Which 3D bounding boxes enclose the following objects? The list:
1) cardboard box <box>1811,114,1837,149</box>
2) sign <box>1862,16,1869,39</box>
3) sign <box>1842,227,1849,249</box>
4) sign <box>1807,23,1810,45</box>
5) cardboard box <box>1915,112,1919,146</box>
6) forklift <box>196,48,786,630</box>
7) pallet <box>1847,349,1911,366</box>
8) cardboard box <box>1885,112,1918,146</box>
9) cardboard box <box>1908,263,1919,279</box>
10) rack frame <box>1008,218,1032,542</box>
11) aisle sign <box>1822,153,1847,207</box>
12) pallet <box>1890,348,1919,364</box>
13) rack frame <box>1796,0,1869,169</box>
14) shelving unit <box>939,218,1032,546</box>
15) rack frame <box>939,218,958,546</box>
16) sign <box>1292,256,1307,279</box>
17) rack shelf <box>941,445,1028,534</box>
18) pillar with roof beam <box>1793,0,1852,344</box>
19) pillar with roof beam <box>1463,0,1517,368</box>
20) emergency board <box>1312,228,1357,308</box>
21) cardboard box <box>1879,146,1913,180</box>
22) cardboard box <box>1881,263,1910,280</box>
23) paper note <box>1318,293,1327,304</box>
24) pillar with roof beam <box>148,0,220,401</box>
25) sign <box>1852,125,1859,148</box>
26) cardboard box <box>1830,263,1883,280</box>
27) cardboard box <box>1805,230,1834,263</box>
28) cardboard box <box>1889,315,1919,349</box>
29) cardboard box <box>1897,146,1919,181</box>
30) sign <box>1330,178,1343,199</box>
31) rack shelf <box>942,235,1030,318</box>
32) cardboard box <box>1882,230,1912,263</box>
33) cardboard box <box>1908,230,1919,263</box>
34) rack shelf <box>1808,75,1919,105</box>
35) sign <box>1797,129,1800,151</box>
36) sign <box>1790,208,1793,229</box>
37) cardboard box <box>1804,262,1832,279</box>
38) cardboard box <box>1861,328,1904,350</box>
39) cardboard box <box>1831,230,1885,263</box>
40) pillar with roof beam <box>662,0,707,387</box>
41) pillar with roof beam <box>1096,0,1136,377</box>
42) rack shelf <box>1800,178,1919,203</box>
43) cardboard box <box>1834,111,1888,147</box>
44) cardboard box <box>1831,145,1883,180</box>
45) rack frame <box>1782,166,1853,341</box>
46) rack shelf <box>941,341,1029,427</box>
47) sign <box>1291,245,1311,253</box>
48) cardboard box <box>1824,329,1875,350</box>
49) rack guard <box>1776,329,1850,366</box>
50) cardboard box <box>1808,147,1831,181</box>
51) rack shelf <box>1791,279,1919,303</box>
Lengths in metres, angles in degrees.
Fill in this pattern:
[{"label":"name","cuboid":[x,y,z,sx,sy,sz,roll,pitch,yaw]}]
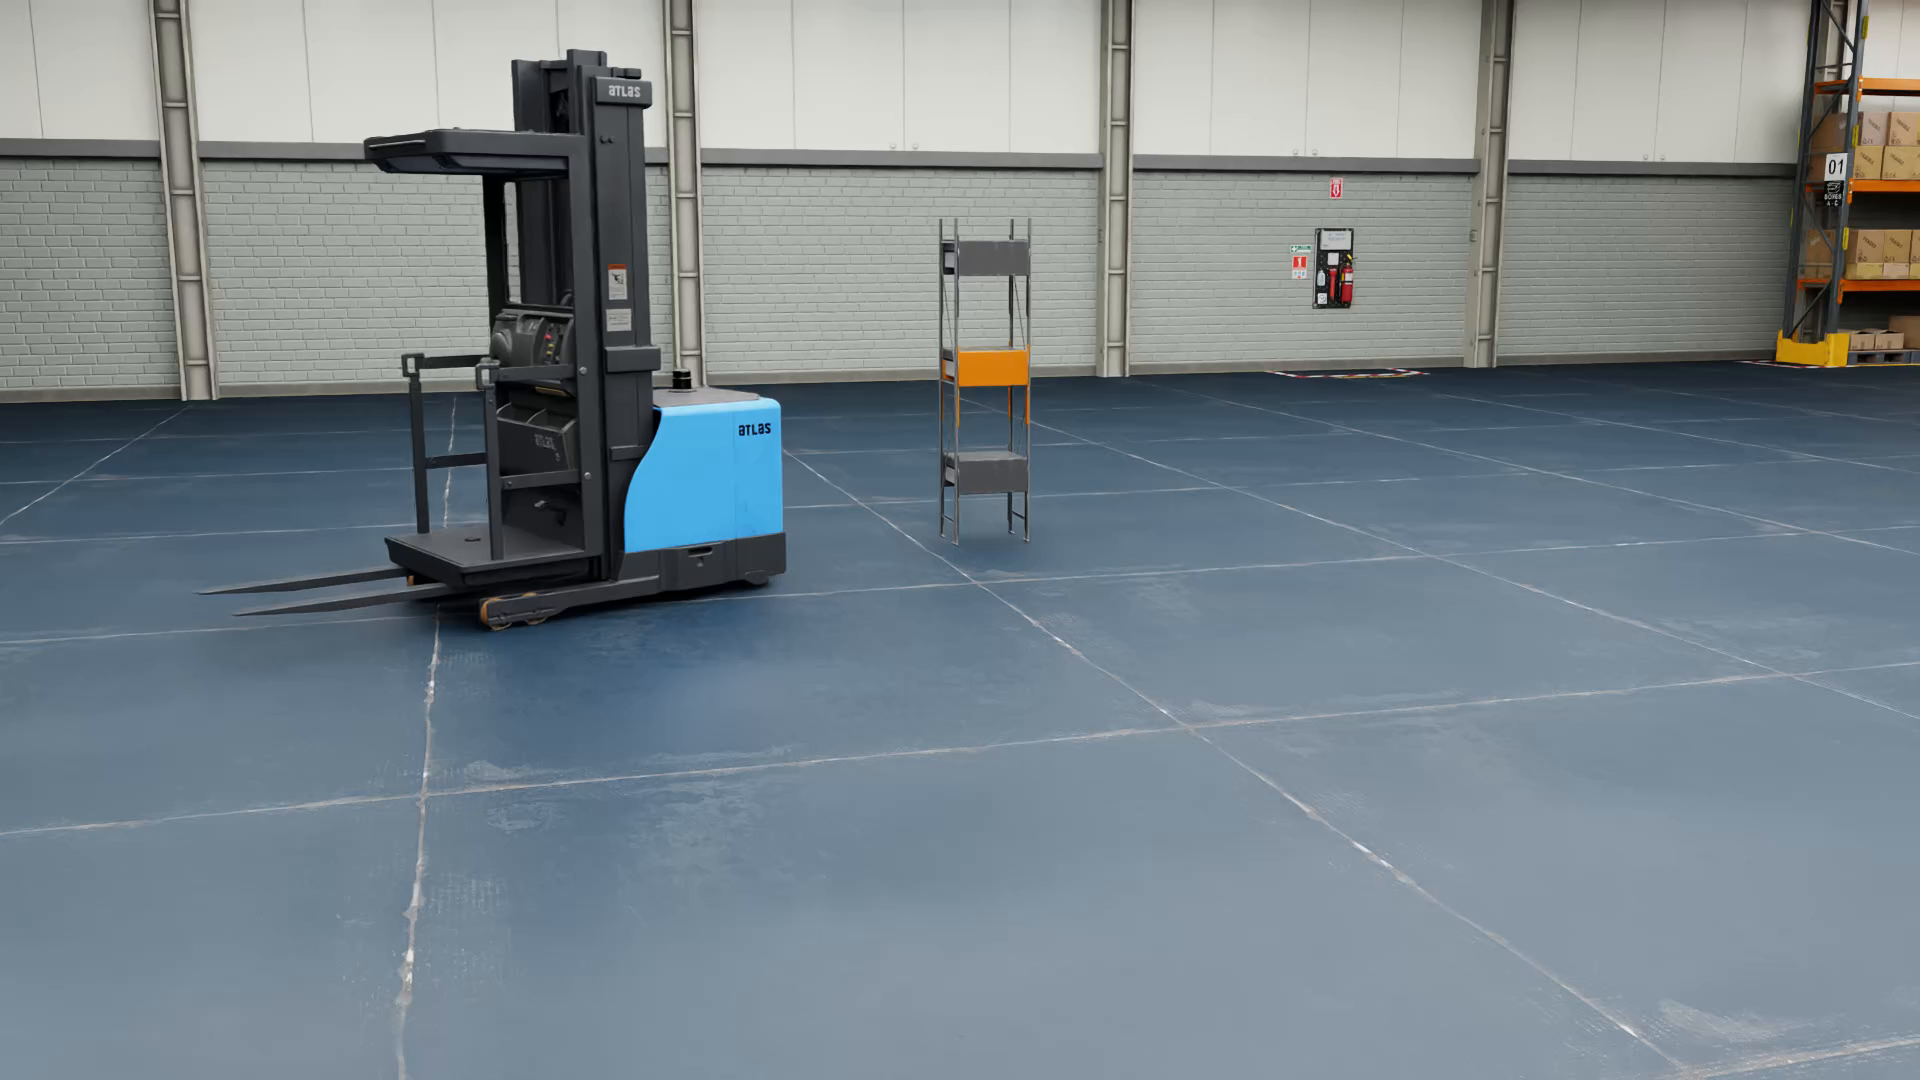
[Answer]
[{"label":"cardboard box","cuboid":[13.609,-6.333,25.785,0.500,0.500,0.500,-3,11,-13]},{"label":"sign","cuboid":[13.419,-7.594,24.645,0.005,0.325,0.100,-3,11,-16]},{"label":"sign","cuboid":[13.420,-4.571,25.202,0.005,0.325,0.100,-3,11,-16]},{"label":"sign","cuboid":[13.132,-7.825,25.680,0.005,0.325,0.100,-3,11,-16]},{"label":"cardboard box","cuboid":[14.690,-6.288,25.538,0.500,0.500,0.500,-3,11,-14]},{"label":"forklift","cuboid":[-2.473,-1.087,8.853,3.031,2.935,1.130,-8,13,-38]},{"label":"pallet","cuboid":[14.131,-2.907,26.256,1.213,0.211,1.003,-3,11,-16]},{"label":"cardboard box","cuboid":[14.201,-6.260,25.386,0.500,0.500,0.500,-3,11,-17]},{"label":"cardboard box","cuboid":[14.810,-4.199,25.929,0.500,0.250,0.500,-3,11,-17]},{"label":"rack frame","cuboid":[0.393,-1.053,10.969,0.015,2.100,0.400,-3,11,-16]},{"label":"aisle sign","cuboid":[13.283,-5.463,25.254,0.004,0.787,0.394,-3,11,-16]},{"label":"pallet","cuboid":[15.300,-2.968,26.588,1.213,0.211,1.003,-3,11,-16]},{"label":"rack frame","cuboid":[13.268,-7.190,25.249,0.127,3.000,1.000,-3,11,-16]},{"label":"shelving unit","cuboid":[0.159,-1.041,10.902,0.503,2.100,0.431,-3,11,-16]},{"label":"rack frame","cuboid":[-0.075,-1.029,10.835,0.015,2.100,0.400,-3,11,-16]},{"label":"sign","cuboid":[4.994,-4.011,24.451,0.234,0.329,0.001,-3,11,-16]},{"label":"rack shelf","cuboid":[0.159,-0.339,11.031,0.480,0.518,0.431,-3,11,-16]},{"label":"pillar with roof beam","cuboid":[14.901,-6.628,22.193,0.400,9.000,9.100,-3,11,-16]},{"label":"pillar with roof beam","cuboid":[9.141,-6.324,20.544,0.400,9.000,9.100,-3,11,-16]},{"label":"emergency board","cuboid":[5.554,-4.004,24.509,0.643,1.169,0.194,-3,11,-16]},{"label":"cardboard box","cuboid":[14.184,-5.769,25.480,0.500,0.500,0.500,-2,11,-12]},{"label":"cardboard box","cuboid":[14.320,-4.174,25.795,0.500,0.250,0.500,-3,11,-18]},{"label":"paper note","cuboid":[5.365,-3.573,24.605,0.142,0.148,0.016,-3,11,-16]},{"label":"pillar with roof beam","cuboid":[-8.142,-5.413,15.596,0.400,9.000,9.100,-3,11,-16]},{"label":"sign","cuboid":[13.420,-6.051,24.929,0.005,0.325,0.100,-3,11,-16]},{"label":"cardboard box","cuboid":[13.825,-4.145,25.639,0.500,0.250,0.500,-3,11,-18]},{"label":"cardboard box","cuboid":[13.661,-4.606,26.067,0.500,0.500,0.500,-3,11,-17]},{"label":"cardboard box","cuboid":[15.223,-3.304,26.395,0.500,0.500,0.700,-4,11,-20]},{"label":"cardboard box","cuboid":[14.682,-5.796,25.626,0.500,0.500,0.500,-2,11,-13]},{"label":"sign","cuboid":[5.518,-5.161,24.391,0.199,0.298,0.001,-3,11,-16]},{"label":"rack shelf","cuboid":[0.159,-1.716,10.778,0.480,0.518,0.431,-3,11,-16]},{"label":"cardboard box","cuboid":[14.287,-4.540,25.710,0.500,0.500,0.500,-3,11,-16]},{"label":"cardboard box","cuboid":[14.785,-4.565,25.846,0.500,0.500,0.500,-3,11,-18]},{"label":"rack shelf","cuboid":[15.188,-6.936,25.865,4.000,0.370,1.077,-3,11,-16]},{"label":"sign","cuboid":[13.132,-6.248,25.970,0.005,0.325,0.100,-3,11,-16]},{"label":"sign","cuboid":[13.132,-5.062,26.189,0.005,0.325,0.100,-3,11,-16]},{"label":"cardboard box","cuboid":[13.662,-4.233,26.116,0.500,0.250,0.500,-3,11,-15]},{"label":"cardboard box","cuboid":[14.505,-3.182,26.258,0.500,0.311,0.500,-2,11,-11]},{"label":"cardboard box","cuboid":[13.810,-4.517,25.584,0.500,0.500,0.500,-3,11,-16]},{"label":"pillar with roof beam","cuboid":[-2.381,-5.717,17.246,0.400,9.000,9.100,-3,11,-16]},{"label":"pillar with roof beam","cuboid":[3.380,-6.020,18.895,0.400,9.000,9.100,-3,11,-16]},{"label":"rack shelf","cuboid":[15.188,-5.462,26.136,4.000,0.370,1.077,-3,11,-16]},{"label":"cardboard box","cuboid":[13.706,-6.243,25.296,0.500,0.500,0.500,-4,11,-20]},{"label":"cardboard box","cuboid":[13.659,-5.748,25.366,0.500,0.500,0.500,-3,11,-14]},{"label":"rack frame","cuboid":[13.268,-4.240,25.792,0.127,3.000,1.000,-3,11,-16]},{"label":"rack shelf","cuboid":[0.159,-1.028,10.904,0.480,0.518,0.431,-3,11,-16]},{"label":"sign","cuboid":[5.001,-4.270,24.396,0.331,0.109,0.001,-3,11,-16]},{"label":"cardboard box","cuboid":[13.957,-3.153,26.101,0.500,0.311,0.500,-4,11,-22]},{"label":"rack guard","cuboid":[13.341,-3.014,26.040,0.348,0.500,1.175,-3,11,-16]},{"label":"cardboard box","cuboid":[13.598,-5.839,25.864,0.500,0.500,0.500,-2,11,-12]},{"label":"rack shelf","cuboid":[15.188,-3.987,26.407,4.000,0.370,1.077,-3,11,-16]}]
